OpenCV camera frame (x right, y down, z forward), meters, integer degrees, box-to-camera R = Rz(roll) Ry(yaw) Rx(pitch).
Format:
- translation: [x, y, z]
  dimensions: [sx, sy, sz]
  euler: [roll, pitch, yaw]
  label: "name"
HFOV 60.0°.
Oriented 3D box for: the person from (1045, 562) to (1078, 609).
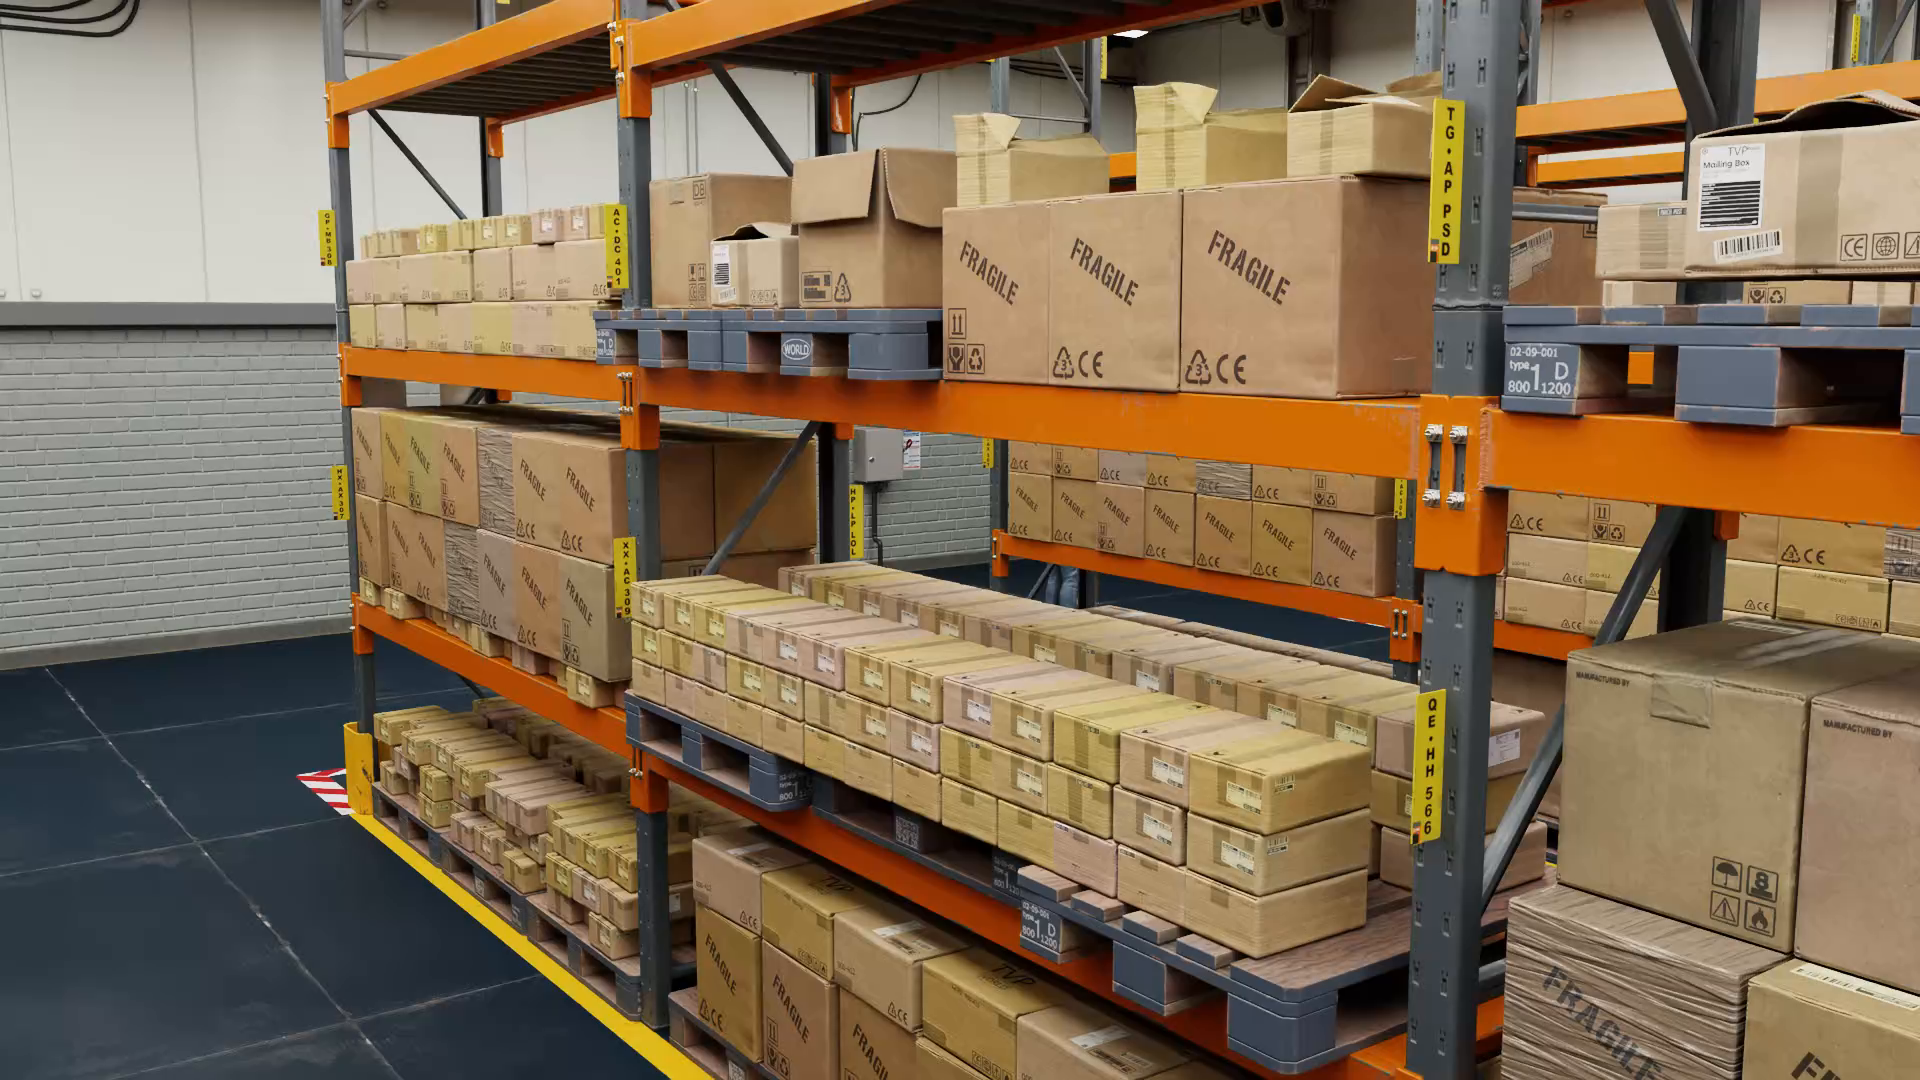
- translation: [0.961, -0.012, 15.830]
  dimensions: [0.462, 1.758, 0.623]
  euler: [-6, 10, -39]
  label: "person"
